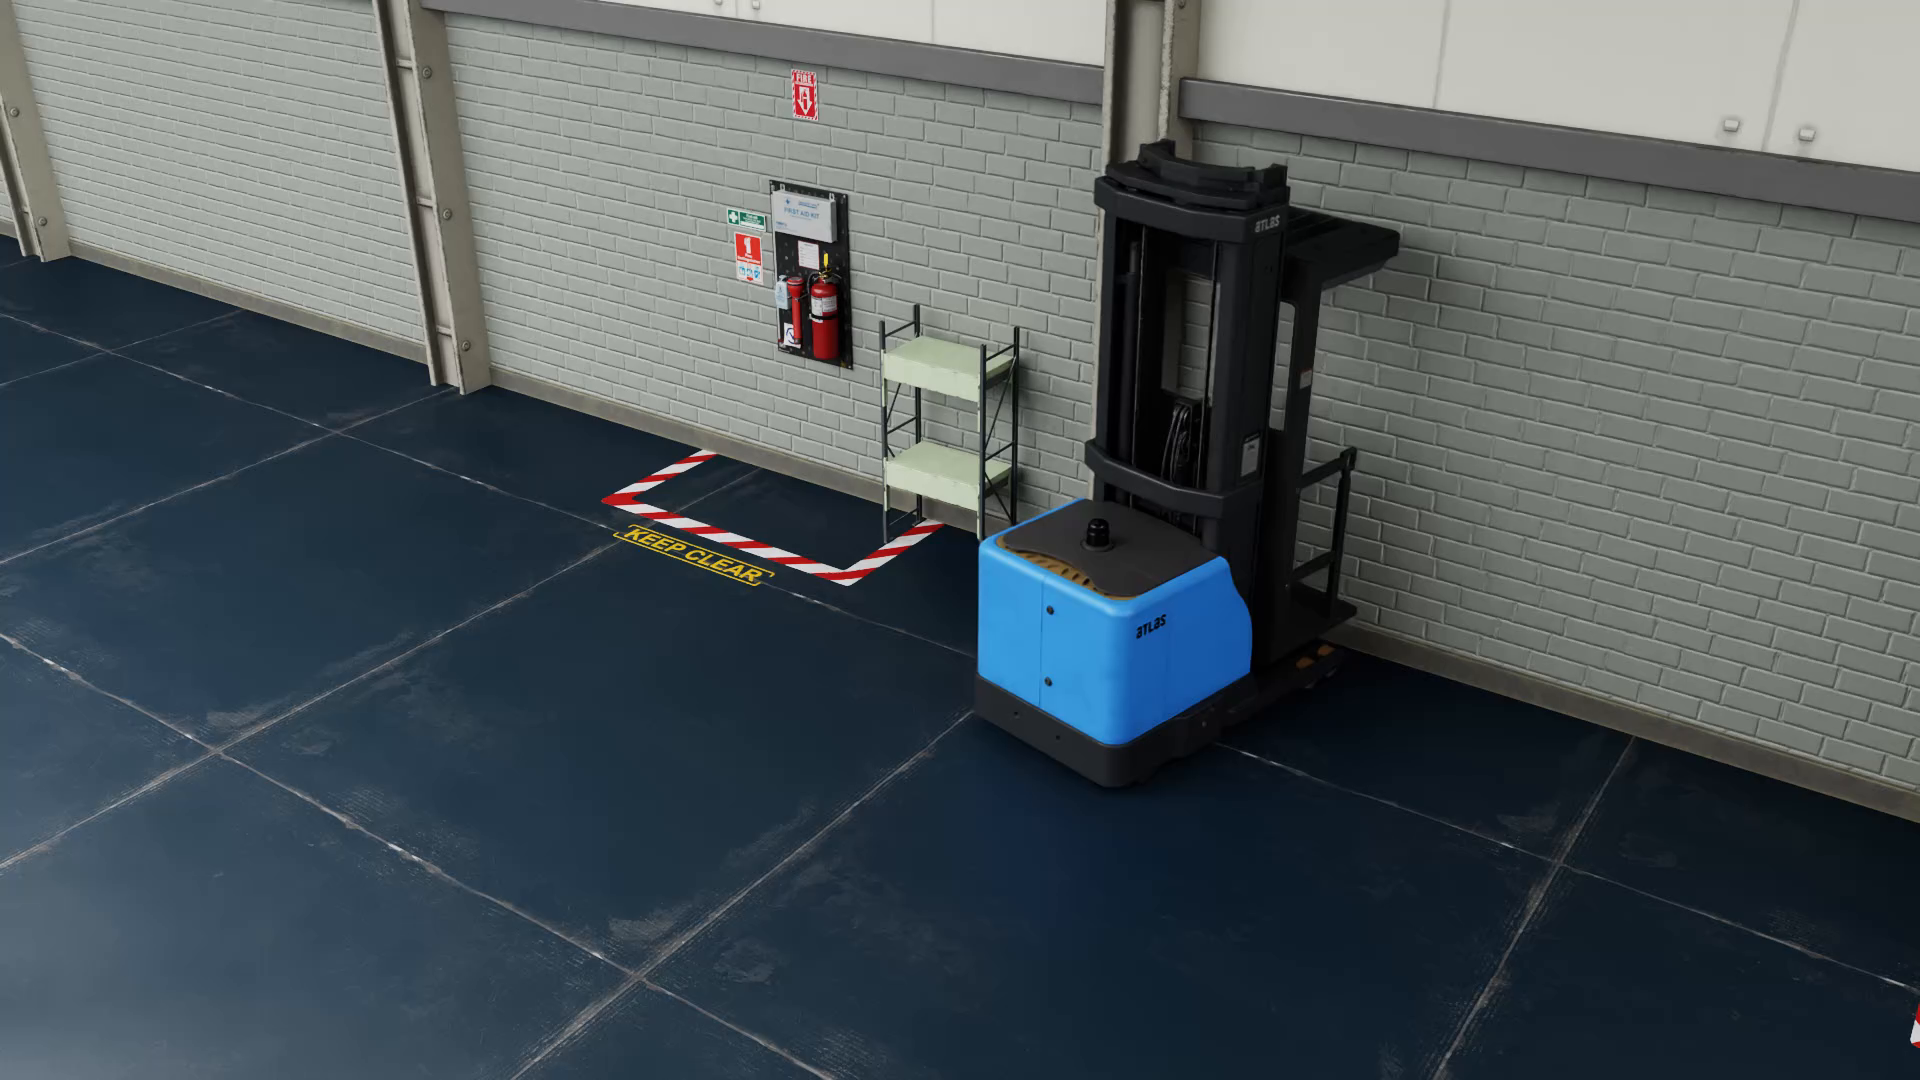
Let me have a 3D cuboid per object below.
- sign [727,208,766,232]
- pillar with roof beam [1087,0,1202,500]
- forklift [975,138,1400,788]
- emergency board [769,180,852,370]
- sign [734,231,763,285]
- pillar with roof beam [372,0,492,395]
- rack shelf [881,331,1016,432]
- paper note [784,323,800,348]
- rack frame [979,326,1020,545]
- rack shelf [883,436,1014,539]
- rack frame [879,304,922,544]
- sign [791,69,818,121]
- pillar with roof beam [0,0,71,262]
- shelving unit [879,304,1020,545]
[{"bbox_3d":[-1.411,-2.113,10.971,0.331,0.109,0.001,17,32,30],"label":"sign"},{"bbox_3d":[-1.435,-2.100,4.955,0.400,9.000,9.100,17,32,30],"label":"pillar with roof beam"},{"bbox_3d":[1.496,-0.644,8.785,3.031,2.935,1.130,-23,35,-38],"label":"forklift"},{"bbox_3d":[-1.013,-1.685,10.754,0.643,1.169,0.194,17,32,30],"label":"emergency board"},{"bbox_3d":[-1.410,-1.881,11.100,0.234,0.329,0.001,17,32,30],"label":"sign"},{"bbox_3d":[-6.380,-3.641,7.983,0.400,9.000,9.100,17,32,30],"label":"pillar with roof beam"},{"bbox_3d":[-0.066,-0.976,10.153,0.720,0.370,0.431,17,32,30],"label":"rack shelf"},{"bbox_3d":[-1.120,-1.364,11.093,0.142,0.148,0.016,17,32,30],"label":"paper note"},{"bbox_3d":[0.237,-0.535,10.147,0.023,1.500,0.400,17,32,30],"label":"rack frame"},{"bbox_3d":[-0.066,-0.337,10.478,0.720,0.370,0.431,17,32,30],"label":"rack shelf"},{"bbox_3d":[-0.369,-0.721,10.512,0.023,1.500,0.400,17,32,30],"label":"rack frame"},{"bbox_3d":[-0.963,-2.757,10.305,0.199,0.298,0.001,17,32,30],"label":"sign"},{"bbox_3d":[-11.326,-5.182,11.010,0.400,9.000,9.100,17,32,30],"label":"pillar with roof beam"},{"bbox_3d":[-0.066,-0.628,10.330,0.755,1.500,0.431,17,32,30],"label":"shelving unit"}]
